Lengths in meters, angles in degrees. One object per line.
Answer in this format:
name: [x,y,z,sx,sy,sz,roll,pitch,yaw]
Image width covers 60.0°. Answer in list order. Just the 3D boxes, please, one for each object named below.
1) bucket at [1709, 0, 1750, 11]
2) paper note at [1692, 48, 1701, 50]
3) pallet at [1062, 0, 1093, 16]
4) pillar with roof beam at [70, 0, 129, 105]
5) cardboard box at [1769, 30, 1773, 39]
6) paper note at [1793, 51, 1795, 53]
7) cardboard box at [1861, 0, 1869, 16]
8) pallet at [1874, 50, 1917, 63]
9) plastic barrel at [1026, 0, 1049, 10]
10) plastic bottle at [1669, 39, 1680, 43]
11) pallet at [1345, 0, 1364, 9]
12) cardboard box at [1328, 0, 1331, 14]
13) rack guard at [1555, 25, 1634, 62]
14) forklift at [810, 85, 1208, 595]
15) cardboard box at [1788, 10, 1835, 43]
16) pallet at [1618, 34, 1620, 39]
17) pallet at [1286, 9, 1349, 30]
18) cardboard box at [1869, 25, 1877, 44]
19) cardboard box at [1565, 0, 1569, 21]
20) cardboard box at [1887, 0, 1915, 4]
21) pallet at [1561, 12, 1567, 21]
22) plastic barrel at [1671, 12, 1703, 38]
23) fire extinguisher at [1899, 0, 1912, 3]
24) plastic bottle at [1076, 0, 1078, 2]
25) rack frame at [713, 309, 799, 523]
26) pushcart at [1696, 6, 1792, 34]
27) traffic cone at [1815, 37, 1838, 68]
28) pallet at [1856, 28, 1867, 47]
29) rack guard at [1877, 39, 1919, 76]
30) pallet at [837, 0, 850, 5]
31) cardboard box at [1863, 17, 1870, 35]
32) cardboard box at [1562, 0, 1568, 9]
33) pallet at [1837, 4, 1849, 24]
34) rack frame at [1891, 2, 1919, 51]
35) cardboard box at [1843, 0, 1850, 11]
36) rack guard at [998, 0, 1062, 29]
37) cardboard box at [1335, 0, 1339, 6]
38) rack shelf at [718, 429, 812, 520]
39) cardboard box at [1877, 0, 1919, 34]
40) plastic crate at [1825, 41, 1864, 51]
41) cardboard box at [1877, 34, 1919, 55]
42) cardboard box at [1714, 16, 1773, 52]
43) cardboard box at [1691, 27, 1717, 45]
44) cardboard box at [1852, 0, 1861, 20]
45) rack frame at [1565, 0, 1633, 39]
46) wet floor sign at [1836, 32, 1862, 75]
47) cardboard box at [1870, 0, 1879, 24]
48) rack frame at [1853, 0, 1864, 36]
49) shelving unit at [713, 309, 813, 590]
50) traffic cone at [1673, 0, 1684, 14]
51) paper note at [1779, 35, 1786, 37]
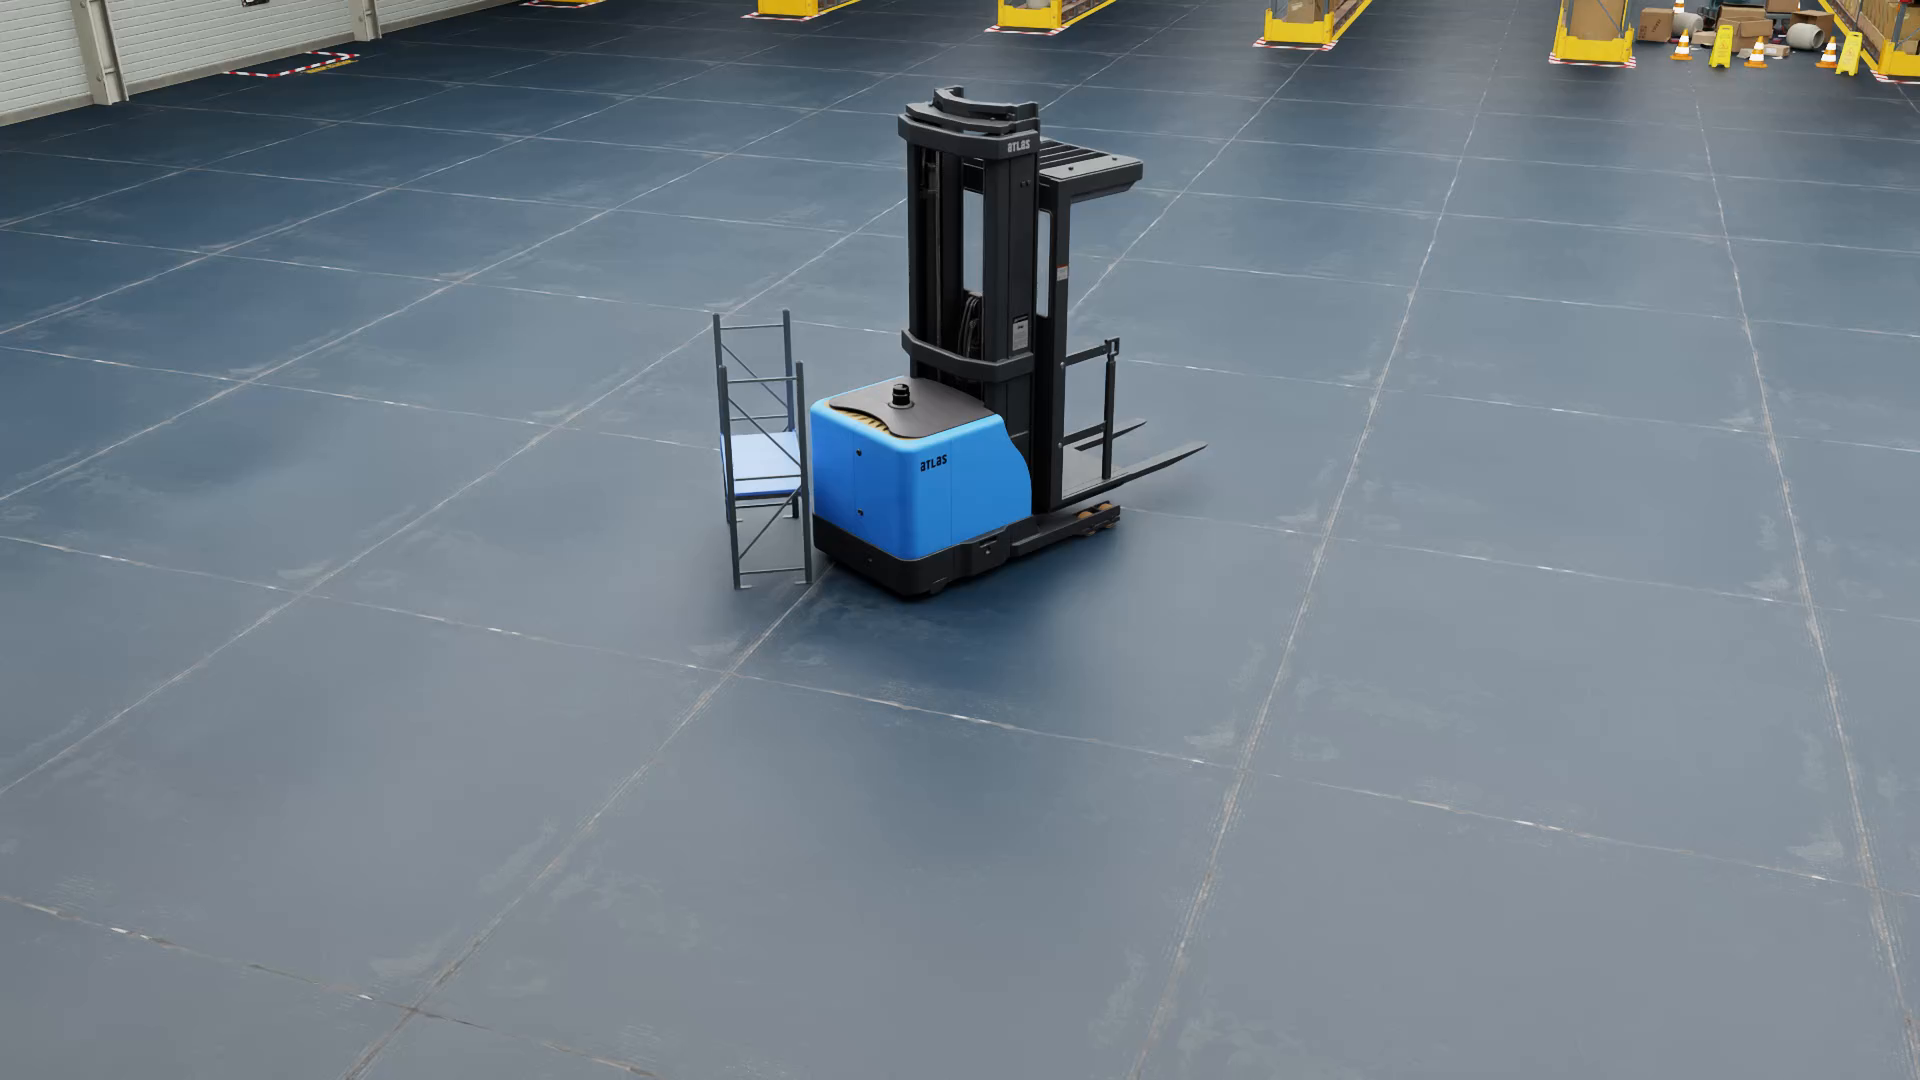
bucket: [14.092,-9.920,30.309,0.726,0.611,0.620,20,22,35]
paper note: [12.741,-8.500,28.772,0.144,0.017,0.142,20,32,35]
pallet: [1.982,-10.551,32.799,1.003,0.211,1.213,9,27,17]
pillar with roof beam: [-8.541,-9.929,21.431,9.100,9.000,0.400,9,27,17]
cardboard box: [14.370,-9.169,29.883,0.258,0.266,0.396,-9,27,-18]
paper note: [14.315,-8.376,28.538,0.032,0.001,0.123,9,27,17]
cardboard box: [16.214,-9.509,29.260,0.500,0.500,0.500,10,28,20]
pallet: [15.663,-7.884,27.292,1.003,0.211,1.213,9,27,17]
plastic barrel: [1.465,-10.286,31.425,0.421,0.512,0.421,0,26,0]
plastic bottle: [12.706,-8.831,29.419,0.283,0.061,0.133,0,26,-1]
pallet: [7.577,-10.926,33.573,1.003,0.211,1.213,9,27,17]
cardboard box: [6.605,-10.040,30.931,0.500,0.500,0.500,11,28,22]
rack guard: [10.624,-8.321,27.862,1.175,0.500,0.348,9,27,17]
forklift: [0.467,-1.498,10.981,3.031,2.935,1.130,-21,33,-36]
cardboard box: [15.025,-9.056,29.378,0.500,0.500,0.500,-14,29,-27]
pallet: [10.824,-8.541,28.647,1.003,0.211,1.213,9,27,17]
pallet: [6.725,-9.821,31.292,1.003,0.211,1.213,9,27,17]
cardboard box: [15.698,-8.530,28.098,0.500,0.250,0.500,8,27,16]
cardboard box: [11.086,-9.339,29.052,0.875,0.875,0.875,8,27,17]
cardboard box: [15.413,-8.888,27.233,0.380,0.149,0.250,10,27,19]
pallet: [11.636,-9.543,30.718,1.003,0.211,1.213,9,27,17]
plastic barrel: [13.032,-9.251,29.872,0.421,0.421,0.512,-14,29,-27]
fire extinguisher: [14.861,-8.764,25.999,0.296,0.674,0.183,9,27,17]
plastic bottle: [2.249,-10.616,32.440,0.097,0.201,0.097,0,26,0]
rack frame: [-1.369,-0.820,11.223,0.500,1.500,0.032,-4,26,-9]
pushcart: [14.498,-9.553,30.548,1.648,0.377,0.936,0,26,-1]
traffic cone: [14.260,-8.001,27.245,0.336,0.463,0.334,9,27,17]
pallet: [16.475,-8.887,29.363,1.003,0.211,1.213,9,27,17]
rack guard: [15.359,-7.686,26.550,1.175,0.500,0.348,9,27,17]
pallet: [-2.729,-11.220,34.180,1.003,0.211,1.213,9,27,17]
cardboard box: [16.047,-8.950,28.967,0.500,0.250,0.500,10,28,20]
cardboard box: [12.085,-10.544,31.685,1.050,0.750,0.750,9,27,17]
pallet: [17.327,-9.991,31.644,1.003,0.211,1.213,9,27,17]
rack frame: [15.334,-8.780,25.941,1.000,3.000,0.127,9,27,17]
cardboard box: [17.303,-10.227,31.465,0.950,0.372,0.625,10,27,19]
rack guard: [1.299,-9.848,31.016,1.175,0.500,0.348,9,27,17]
cardboard box: [6.965,-10.529,31.941,0.500,0.500,0.500,19,32,34]
rack shelf: [-1.282,-0.440,10.850,0.538,0.185,1.000,-4,26,-9]
cardboard box: [15.525,-8.650,27.487,0.500,0.500,0.500,10,28,19]
plastic crate: [15.369,-8.583,28.885,0.402,0.080,0.583,0,26,-1]
cardboard box: [15.357,-8.112,27.236,0.500,0.250,0.500,9,27,17]
cardboard box: [13.531,-8.745,28.734,0.797,0.503,0.637,-9,27,-18]
cardboard box: [13.128,-8.896,29.318,0.396,0.266,0.258,14,29,26]
cardboard box: [16.837,-9.645,30.263,0.950,0.372,0.625,9,27,18]
rack frame: [10.632,-9.456,27.338,1.000,3.000,0.127,9,27,17]
wet floor sign: [14.261,-7.797,26.613,0.267,0.644,0.232,20,32,35]
cardboard box: [15.873,-9.074,28.363,0.500,0.500,0.500,10,28,20]
rack frame: [16.665,-10.423,29.336,1.000,3.000,0.127,9,27,17]
shelving unit: [-1.282,-0.602,10.772,0.538,1.500,1.048,-4,26,-9]
traffic cone: [13.833,-10.290,31.971,0.336,0.463,0.334,9,27,17]
paper note: [14.880,-9.117,30.044,0.148,0.019,0.142,9,27,17]
